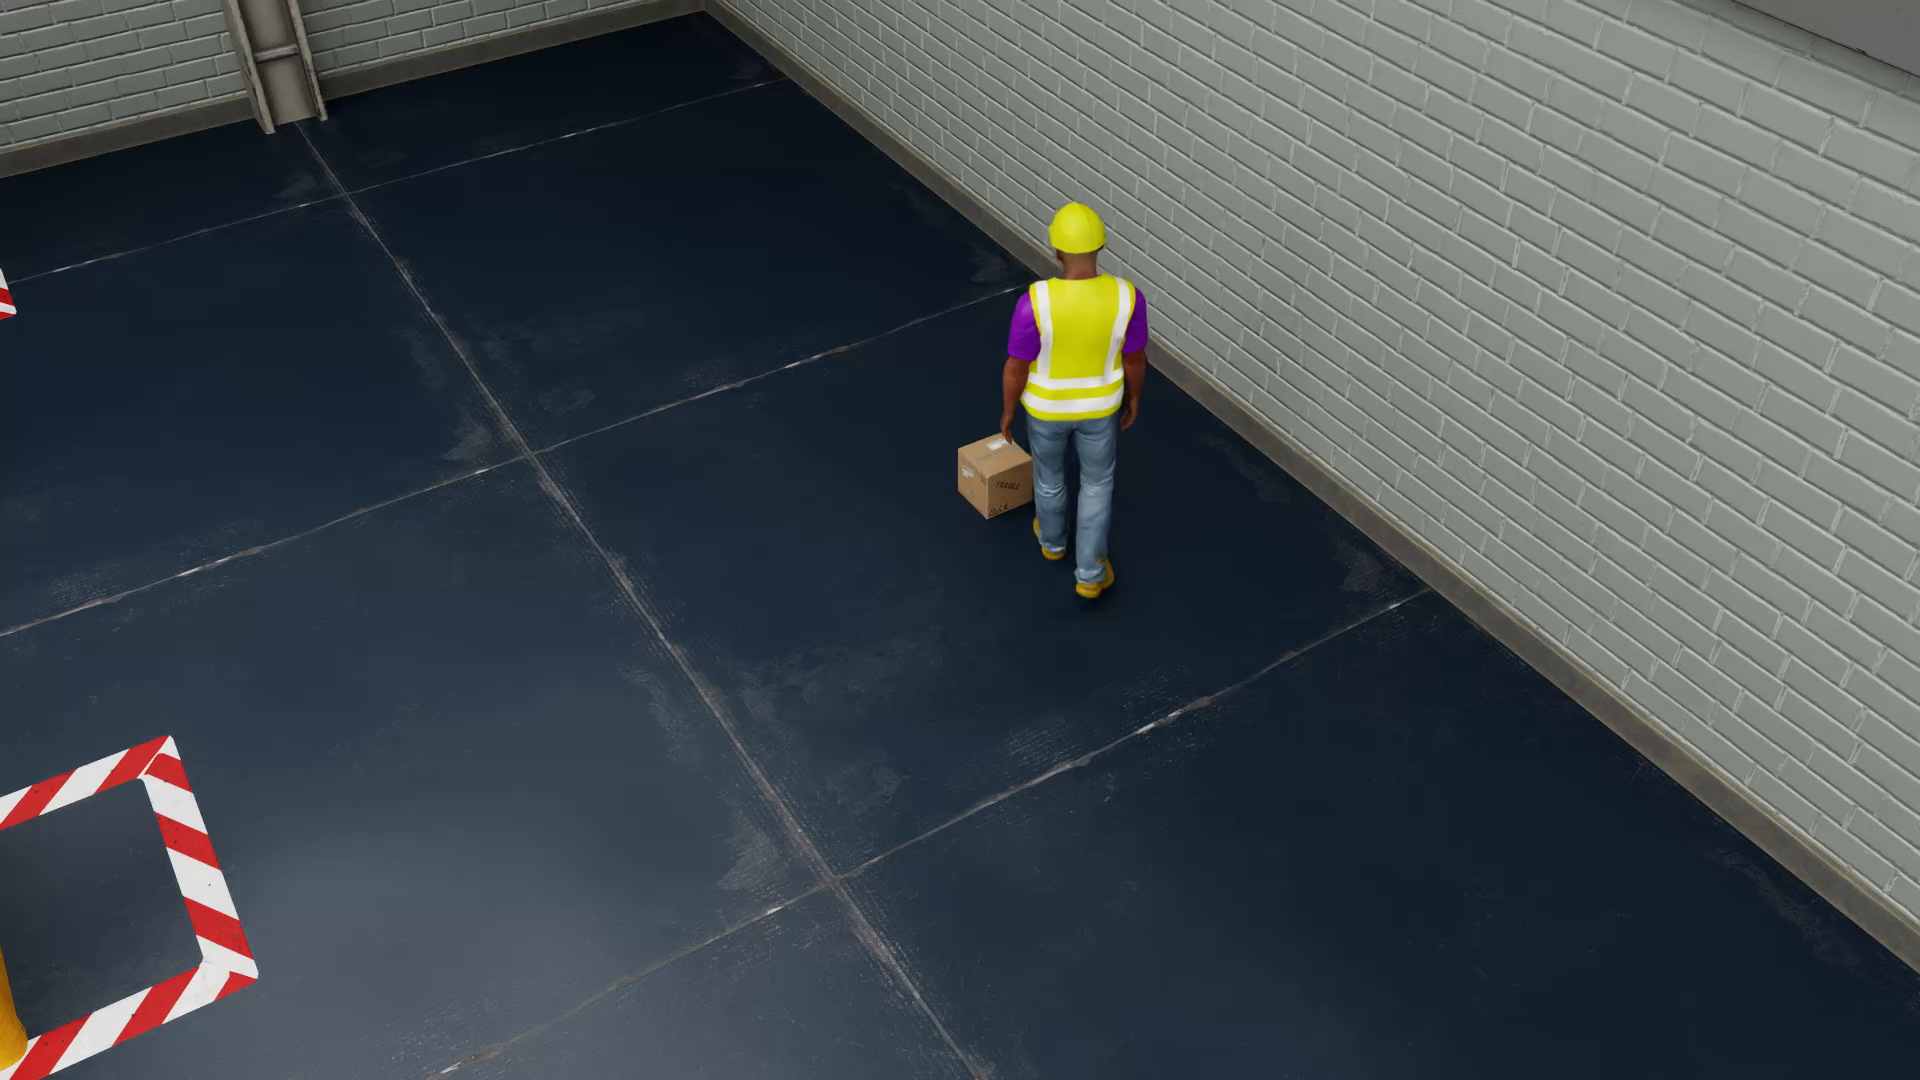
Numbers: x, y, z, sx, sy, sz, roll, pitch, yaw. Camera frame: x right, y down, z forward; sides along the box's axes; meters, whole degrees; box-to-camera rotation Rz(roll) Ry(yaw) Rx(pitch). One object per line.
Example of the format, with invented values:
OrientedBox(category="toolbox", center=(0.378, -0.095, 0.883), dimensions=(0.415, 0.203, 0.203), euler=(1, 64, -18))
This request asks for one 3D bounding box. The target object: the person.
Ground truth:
OrientedBox(category="person", center=(0.454, -0.565, 6.788), dimensions=(0.588, 1.775, 0.653), euler=(-3, 41, -4))
